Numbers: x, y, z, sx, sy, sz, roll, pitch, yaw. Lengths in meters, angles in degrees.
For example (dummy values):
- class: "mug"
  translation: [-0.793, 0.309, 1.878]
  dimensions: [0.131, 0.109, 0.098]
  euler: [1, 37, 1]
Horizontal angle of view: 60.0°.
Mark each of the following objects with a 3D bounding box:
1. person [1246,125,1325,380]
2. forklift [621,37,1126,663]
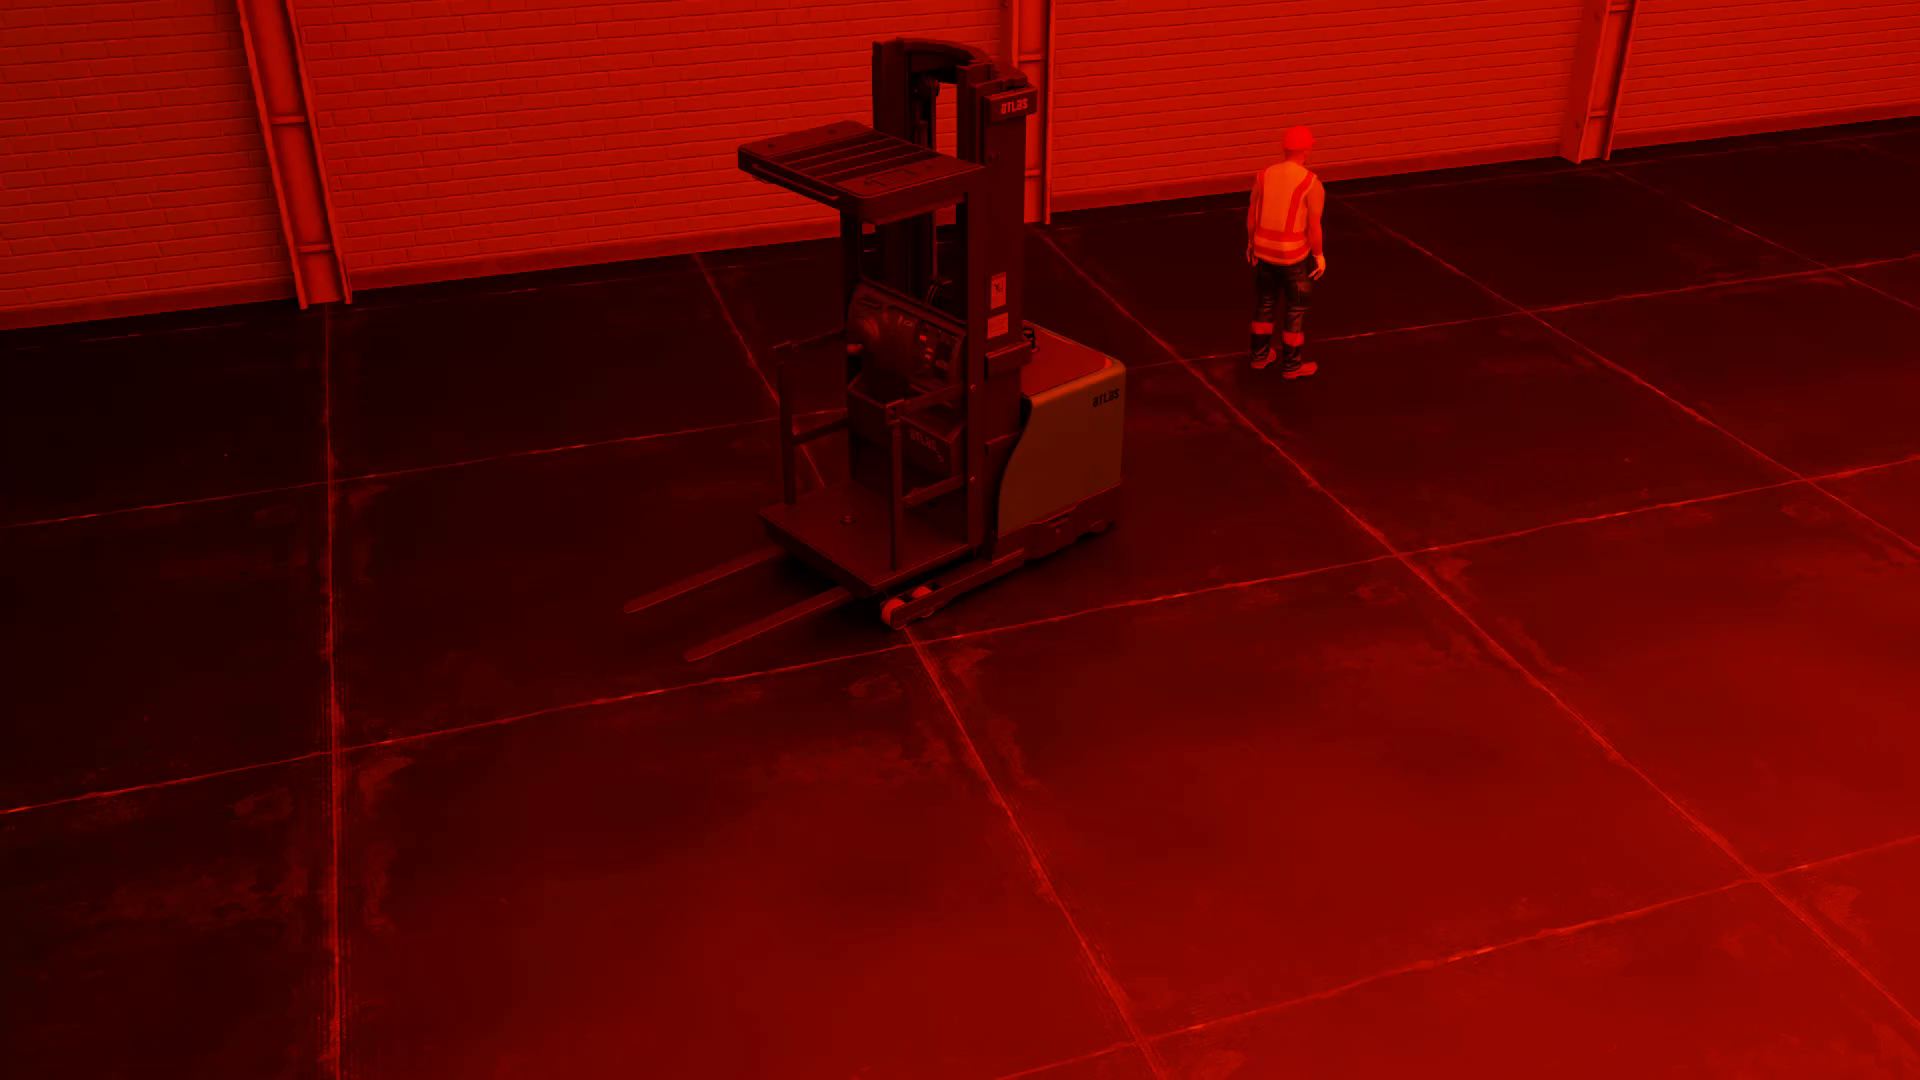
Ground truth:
- class: "person"
  translation: [2.305, -2.035, 11.784]
  dimensions: [0.616, 1.778, 0.453]
  euler: [23, 37, 34]
- class: "forklift"
  translation: [-0.461, -1.072, 8.951]
  dimensions: [3.031, 2.935, 1.130]
  euler: [-23, 37, -34]
